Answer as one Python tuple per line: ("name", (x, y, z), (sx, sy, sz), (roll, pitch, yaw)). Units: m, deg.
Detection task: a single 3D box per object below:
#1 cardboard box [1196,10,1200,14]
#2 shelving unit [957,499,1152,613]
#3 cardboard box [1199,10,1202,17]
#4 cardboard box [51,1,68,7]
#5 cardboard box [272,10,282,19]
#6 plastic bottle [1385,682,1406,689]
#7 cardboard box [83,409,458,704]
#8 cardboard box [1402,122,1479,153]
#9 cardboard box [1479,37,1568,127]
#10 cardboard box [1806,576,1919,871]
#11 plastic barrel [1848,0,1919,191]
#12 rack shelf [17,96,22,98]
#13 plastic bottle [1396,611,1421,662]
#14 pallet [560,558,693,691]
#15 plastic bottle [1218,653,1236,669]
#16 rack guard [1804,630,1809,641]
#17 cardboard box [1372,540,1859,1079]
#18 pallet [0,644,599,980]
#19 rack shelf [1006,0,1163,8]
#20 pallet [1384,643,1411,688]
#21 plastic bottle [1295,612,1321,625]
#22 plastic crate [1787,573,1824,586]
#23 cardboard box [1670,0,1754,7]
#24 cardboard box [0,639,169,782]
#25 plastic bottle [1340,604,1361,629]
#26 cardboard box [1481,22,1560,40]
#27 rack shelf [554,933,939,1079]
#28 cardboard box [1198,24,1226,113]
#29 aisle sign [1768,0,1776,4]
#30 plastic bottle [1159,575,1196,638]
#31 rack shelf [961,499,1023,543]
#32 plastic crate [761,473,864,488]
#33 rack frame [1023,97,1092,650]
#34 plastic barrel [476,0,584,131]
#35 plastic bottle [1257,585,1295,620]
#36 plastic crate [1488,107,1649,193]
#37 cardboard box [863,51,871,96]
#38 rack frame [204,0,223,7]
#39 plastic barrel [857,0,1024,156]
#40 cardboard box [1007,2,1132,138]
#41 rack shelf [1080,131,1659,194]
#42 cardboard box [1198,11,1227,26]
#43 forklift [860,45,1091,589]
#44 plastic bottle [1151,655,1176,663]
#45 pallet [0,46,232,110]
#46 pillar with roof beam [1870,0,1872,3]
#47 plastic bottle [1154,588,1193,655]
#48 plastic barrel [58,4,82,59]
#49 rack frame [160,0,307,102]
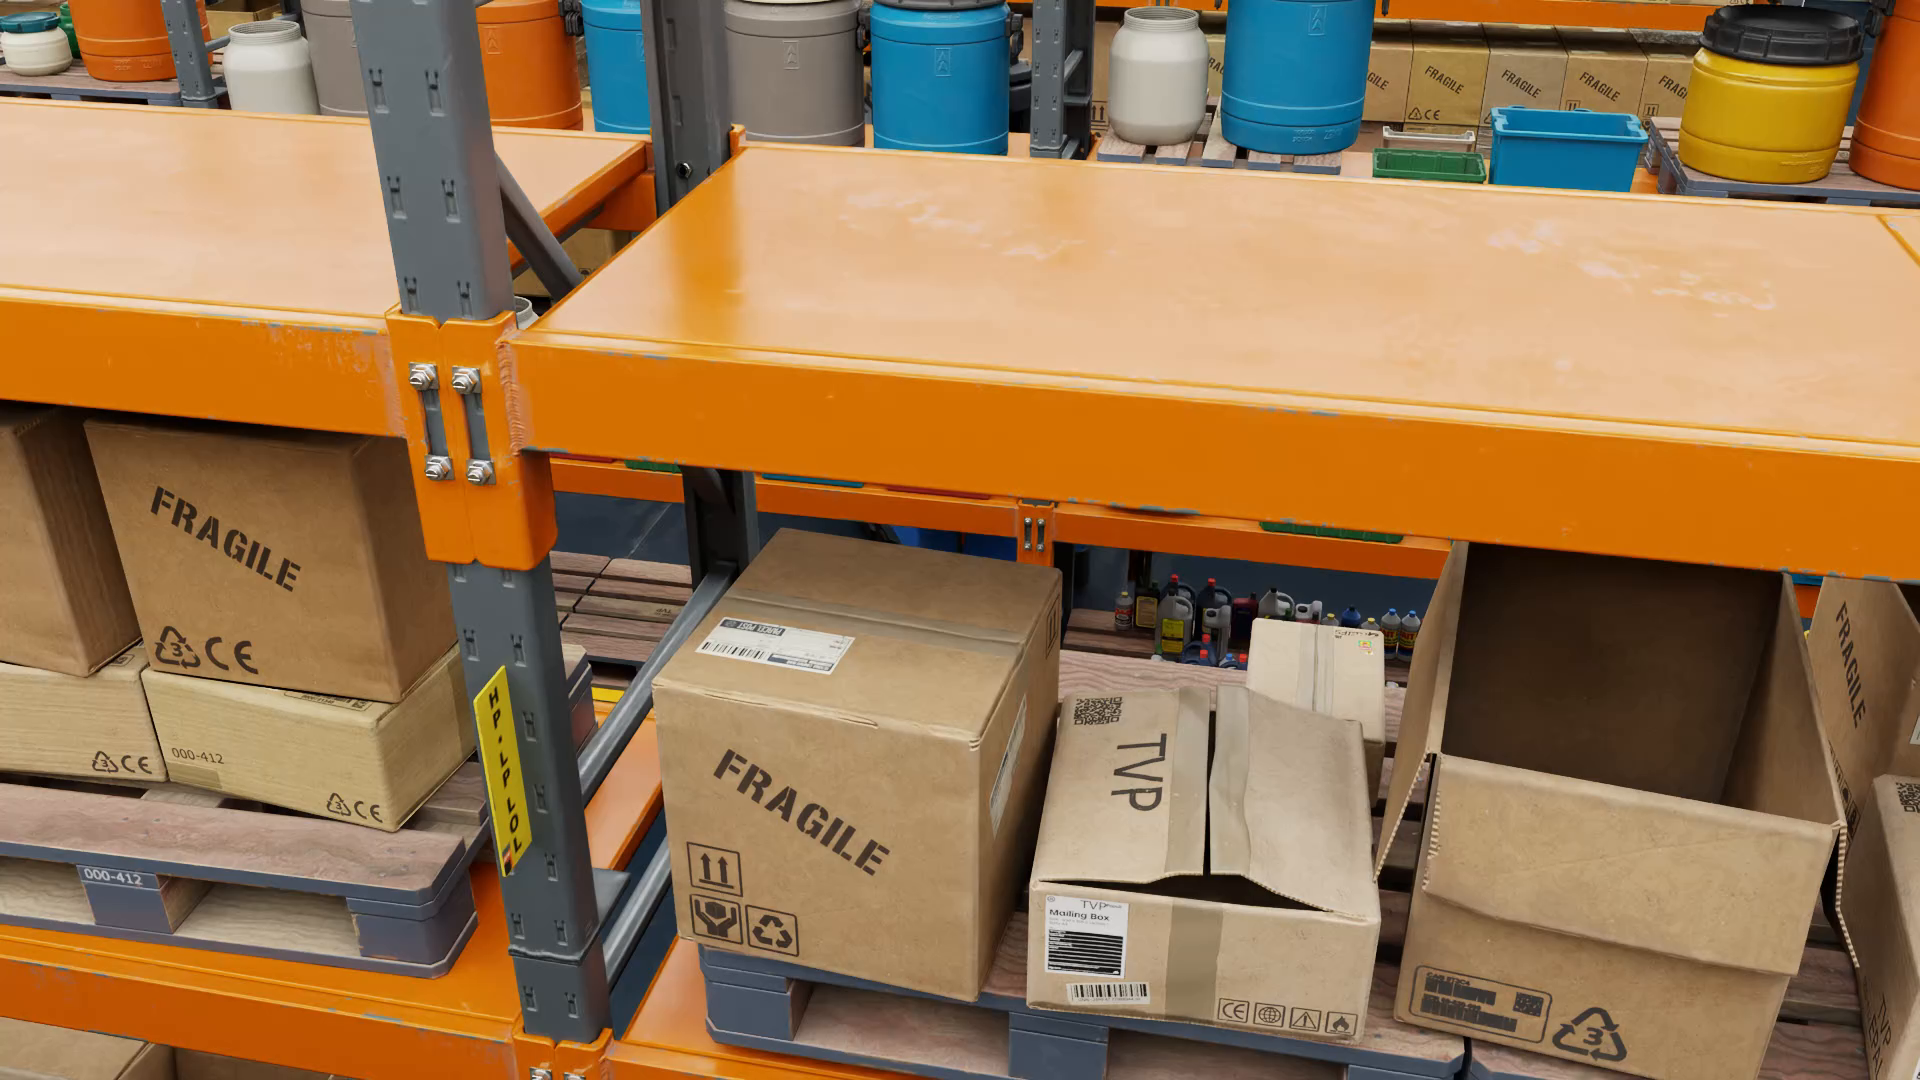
("cardboard box", (2.169, -5.420, 16.923), (0.500, 0.500, 0.500), (6, 29, 11))
("shelving unit", (0.513, -0.322, 9.004), (1.083, 1.500, 0.587), (2, 27, 1))
("cardboard box", (3.049, -6.615, 21.508), (0.625, 0.372, 0.950), (6, 29, 11))
("cardboard box", (-7.226, -4.295, 14.037), (0.500, 0.500, 0.500), (6, 29, 11))
("cardboard box", (-5.036, -4.030, 13.338), (0.637, 0.503, 0.797), (6, 29, 11))
("plastic bottle", (2.106, 0.821, 8.006), (0.135, 0.276, 0.152), (5, 29, 9))
("cardboard box", (-1.175, -0.070, 3.068), (0.500, 0.500, 0.500), (6, 29, 11))
("cardboard box", (3.392, -2.839, 11.898), (0.500, 0.500, 0.875), (6, 29, 11))
("cardboard box", (3.836, -3.128, 11.384), (0.500, 0.500, 0.500), (6, 29, 11))
("cardboard box", (1.765, 0.275, 2.813), (0.500, 0.500, 0.500), (6, 29, 11))
("plastic barrel", (3.868, -1.828, 6.458), (0.708, 0.830, 0.600), (6, 29, 11))
("rack shelf", (-5.410, -2.154, 8.686), (4.000, 0.370, 1.077), (6, 29, 11))
("plastic bottle", (2.327, 0.490, 8.614), (0.097, 0.271, 0.097), (0, 29, 0))
("pallet", (-1.515, 0.489, 9.136), (1.213, 0.211, 1.003), (6, 29, 11))
("plastic bottle", (1.328, 0.685, 8.257), (0.097, 0.271, 0.097), (0, 29, 0))
("rack guard", (4.286, 0.960, 7.976), (0.348, 0.500, 1.175), (6, 29, 11))
("cardboard box", (1.004, 0.392, 2.597), (0.637, 0.503, 0.797), (9, 30, 16))
("pallet", (-1.445, 0.460, 3.362), (1.217, 0.209, 0.805), (5, 29, 9))
("rack shelf", (-0.463, -4.079, 12.202), (4.000, 0.370, 1.077), (6, 29, 11))
("pallet", (2.303, 0.879, 8.424), (1.213, 0.211, 1.003), (6, 29, 11))
("plastic bottle", (1.788, 0.496, 8.592), (0.133, 0.283, 0.061), (6, 29, 11))
("plastic crate", (3.818, 0.005, 7.273), (0.616, 0.251, 0.499), (6, 29, 11))
("cardboard box", (4.880, -3.656, 10.837), (0.500, 0.250, 0.500), (7, 29, 12))
("cardboard box", (-1.718, 0.220, 3.320), (0.500, 0.250, 0.500), (3, 29, 6))
("plastic bottle", (2.031, 0.460, 8.669), (0.097, 0.271, 0.097), (0, 29, 0))
("cardboard box", (3.947, -3.376, 11.838), (0.500, 0.500, 0.500), (6, 29, 11))
("rack shelf", (1.376, 0.974, 2.972), (4.000, 0.370, 1.077), (6, 29, 11))
("cardboard box", (1.879, -3.326, 11.747), (0.500, 0.500, 0.500), (6, 29, 11))
("aisle sign", (5.528, -3.752, 11.272), (0.004, 0.787, 0.394), (6, 29, 11))
("plastic bottle", (1.148, 0.346, 8.794), (0.185, 0.351, 0.144), (5, 29, 9))
("rack shelf", (0.518, -0.161, 9.084), (1.000, 0.185, 0.538), (2, 27, 1))
("plastic crate", (-0.686, -0.509, 8.074), (0.575, 0.384, 0.392), (6, 29, 11))
("rack frame", (0.458, -0.552, 8.135), (0.127, 3.000, 1.000), (6, 29, 11))
("plastic barrel", (-2.056, -2.207, 7.587), (0.708, 0.830, 0.600), (6, 29, 11))
("plastic bottle", (1.652, 0.398, 8.700), (0.185, 0.351, 0.144), (6, 29, 10))
("plastic crate", (2.442, -1.509, 6.776), (0.575, 0.384, 0.392), (6, 29, 11))
("cardboard box", (-0.708, -4.692, 17.603), (0.750, 0.750, 1.050), (5, 29, 10))
("rack frame", (-6.331, -3.680, 13.849), (0.127, 3.000, 1.000), (6, 29, 11))
("plastic barrel", (-0.084, -2.037, 7.201), (0.708, 0.901, 0.600), (6, 29, 11))
("cardboard box", (0.745, -3.471, 12.404), (1.000, 1.000, 1.000), (6, 29, 11))
("rack shelf", (2.414, -1.352, 7.221), (4.000, 0.370, 1.077), (6, 29, 11))
("cardboard box", (1.990, -3.575, 12.201), (0.500, 0.500, 0.500), (6, 29, 11))
("forklift", (-0.198, -1.569, 10.064), (1.130, 2.935, 3.031), (-9, 30, -16))
("plastic bottle", (1.000, 0.707, 8.213), (0.135, 0.276, 0.152), (7, 29, 12))
("pallet", (-4.181, -2.309, 8.416), (1.213, 0.211, 1.003), (6, 29, 11))
("pillar with roof beam", (12.983, -9.963, 19.078), (0.400, 9.000, 9.100), (6, 29, 11))
("plastic bottle", (1.118, 0.414, 8.671), (0.185, 0.351, 0.144), (6, 29, 11))
("plastic barrel", (-4.442, -2.599, 8.475), (0.294, 0.245, 0.294), (0, 29, 0))
("rack frame", (-3.454, -3.585, 7.427), (0.127, 3.000, 1.000), (6, 29, 11))
